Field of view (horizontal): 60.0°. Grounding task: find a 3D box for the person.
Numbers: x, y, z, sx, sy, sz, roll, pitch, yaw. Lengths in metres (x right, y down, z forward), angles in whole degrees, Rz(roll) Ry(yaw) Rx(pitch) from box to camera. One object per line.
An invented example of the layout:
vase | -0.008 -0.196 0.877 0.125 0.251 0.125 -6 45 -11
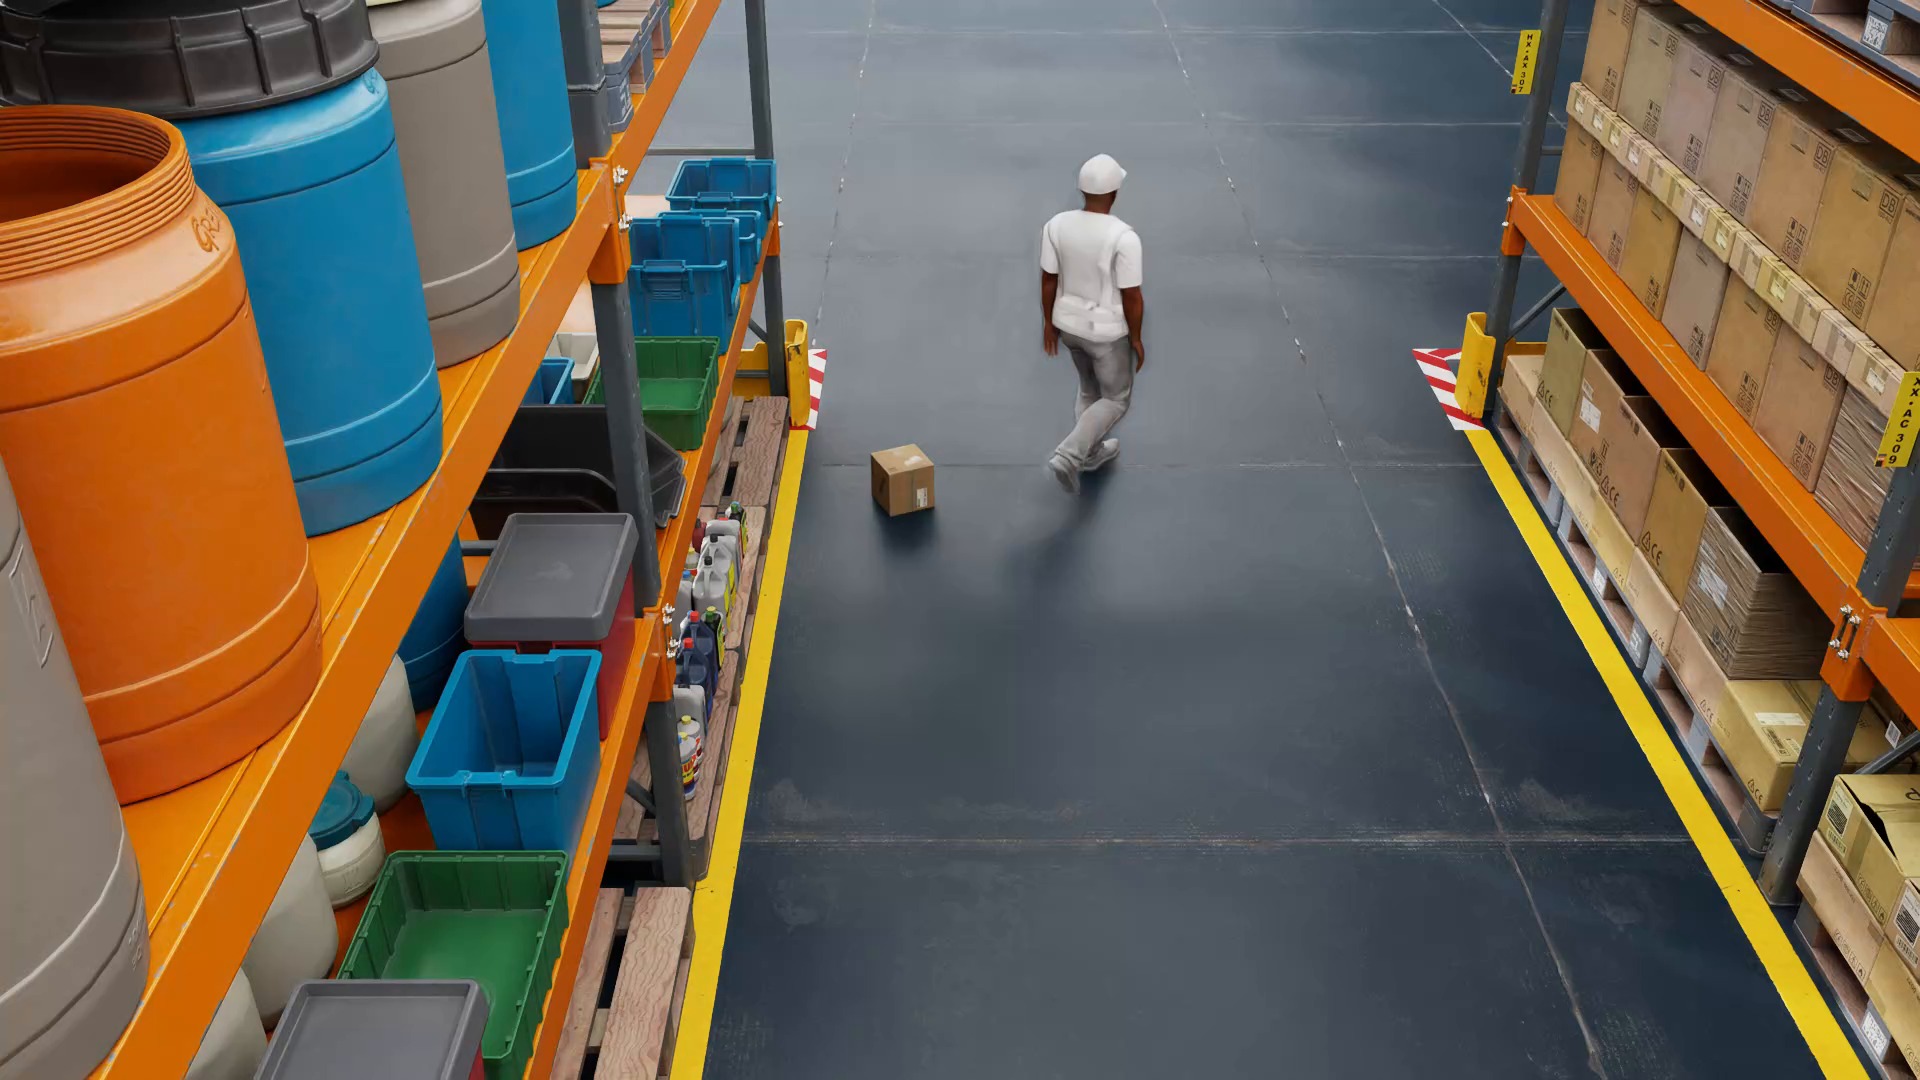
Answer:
person | 0.647 -1.053 8.320 0.579 1.748 0.795 24 38 33
